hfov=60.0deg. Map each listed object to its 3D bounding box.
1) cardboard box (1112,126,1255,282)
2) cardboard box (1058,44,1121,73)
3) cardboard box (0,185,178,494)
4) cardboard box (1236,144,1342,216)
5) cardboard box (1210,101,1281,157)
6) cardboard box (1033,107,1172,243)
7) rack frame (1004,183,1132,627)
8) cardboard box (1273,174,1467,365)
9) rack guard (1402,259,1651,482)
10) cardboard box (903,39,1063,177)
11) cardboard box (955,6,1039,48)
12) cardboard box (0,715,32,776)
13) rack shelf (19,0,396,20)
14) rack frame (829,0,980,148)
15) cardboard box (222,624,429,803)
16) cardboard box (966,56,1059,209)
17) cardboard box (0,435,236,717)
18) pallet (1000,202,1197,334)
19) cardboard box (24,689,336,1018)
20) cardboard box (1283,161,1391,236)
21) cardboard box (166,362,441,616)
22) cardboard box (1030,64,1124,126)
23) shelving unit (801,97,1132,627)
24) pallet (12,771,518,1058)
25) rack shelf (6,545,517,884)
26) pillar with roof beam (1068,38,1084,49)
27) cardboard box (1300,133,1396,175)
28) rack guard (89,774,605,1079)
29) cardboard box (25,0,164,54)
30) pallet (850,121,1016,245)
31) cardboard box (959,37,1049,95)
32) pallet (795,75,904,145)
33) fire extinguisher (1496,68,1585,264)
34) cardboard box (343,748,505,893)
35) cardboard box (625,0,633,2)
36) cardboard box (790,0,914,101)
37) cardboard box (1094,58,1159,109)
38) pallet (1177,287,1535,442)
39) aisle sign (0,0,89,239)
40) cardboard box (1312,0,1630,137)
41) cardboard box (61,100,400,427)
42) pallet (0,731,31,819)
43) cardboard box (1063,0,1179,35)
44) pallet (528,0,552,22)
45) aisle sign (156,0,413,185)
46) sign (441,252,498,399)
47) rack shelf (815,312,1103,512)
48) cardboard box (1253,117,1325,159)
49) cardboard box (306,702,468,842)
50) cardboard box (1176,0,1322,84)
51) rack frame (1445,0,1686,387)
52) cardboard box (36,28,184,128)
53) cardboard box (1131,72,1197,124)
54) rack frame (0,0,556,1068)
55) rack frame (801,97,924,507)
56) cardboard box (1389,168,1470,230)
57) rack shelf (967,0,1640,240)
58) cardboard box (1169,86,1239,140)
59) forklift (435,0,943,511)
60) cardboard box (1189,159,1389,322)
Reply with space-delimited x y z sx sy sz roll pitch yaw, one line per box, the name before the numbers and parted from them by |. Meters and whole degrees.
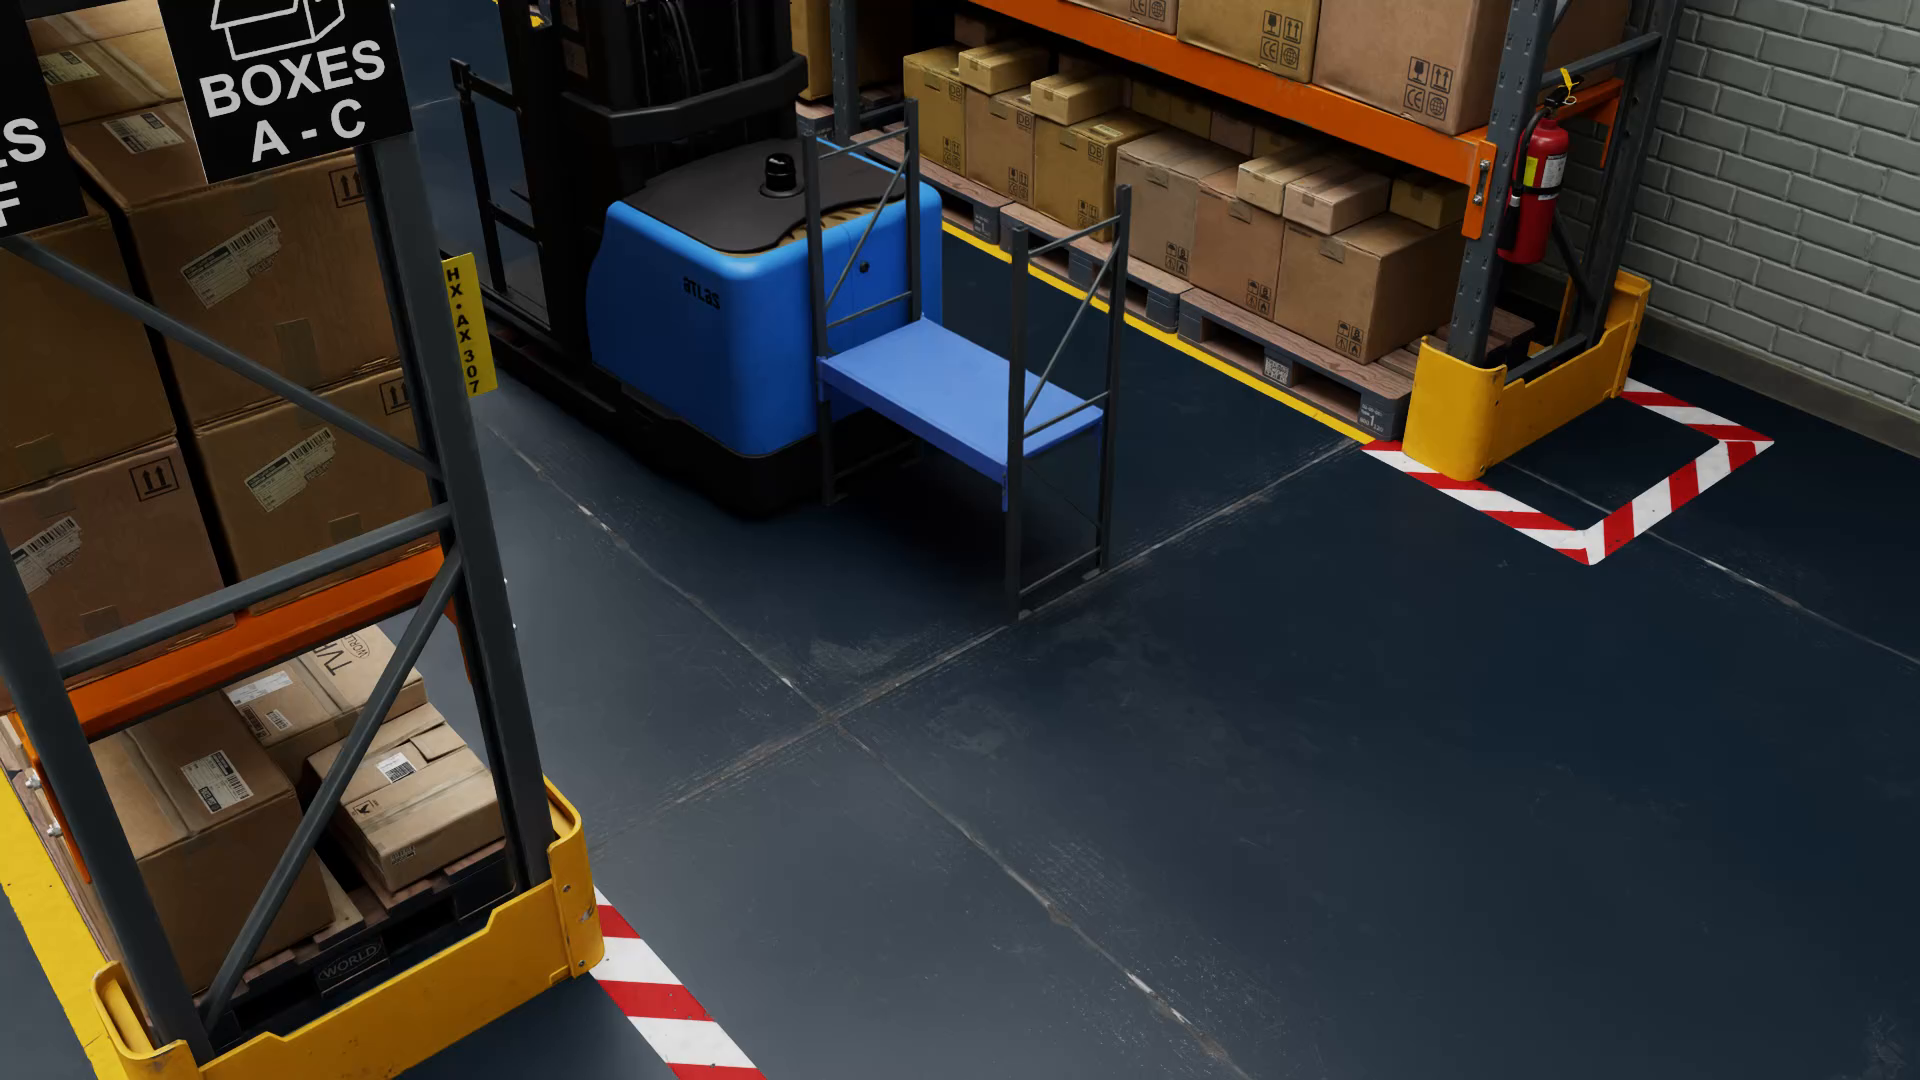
cardboard box | 1.135 -1.609 7.726 0.700 0.500 0.500 -28 44 -33
cardboard box | 0.705 -2.347 8.206 0.380 0.149 0.250 -28 44 -33
cardboard box | -1.967 -0.437 3.319 0.500 0.500 0.500 -26 43 -32
cardboard box | 1.396 -1.532 7.056 0.380 0.149 0.250 -25 42 -31
cardboard box | 1.364 -1.896 7.570 0.380 0.149 0.250 -25 42 -31
cardboard box | 0.786 -1.841 8.054 0.700 0.500 0.500 -25 42 -31
rack frame | 0.348 -0.411 5.532 0.500 1.500 0.032 -28 44 -34
cardboard box | 1.783 -1.166 7.101 0.700 0.500 0.500 -26 43 -32
rack guard | 2.327 -0.712 6.823 1.175 0.500 0.348 -26 43 -32
cardboard box | 0.135 -2.292 8.690 0.700 0.500 0.500 -25 43 -31
cardboard box | 0.193 -2.695 8.698 0.380 0.149 0.250 -26 43 -32
cardboard box | -2.599 0.470 4.990 0.500 0.250 0.500 -26 43 -32
rack shelf | -2.761 -1.707 4.092 1.077 0.370 4.000 -26 43 -32
rack frame | -0.270 -3.509 8.609 1.000 3.000 0.127 -26 43 -32
cardboard box | -1.927 0.482 4.972 0.500 0.250 0.500 -26 43 -32
cardboard box | 0.456 -2.069 8.375 0.700 0.500 0.500 -26 43 -32
cardboard box | -1.967 -0.031 3.612 0.500 0.500 0.500 -25 42 -30
pallet | 0.953 -1.467 8.139 1.003 0.211 1.213 -26 43 -32
cardboard box | -2.009 0.799 4.309 0.500 0.500 0.500 -26 43 -32
cardboard box | 1.561 -1.420 6.897 0.380 0.149 0.250 -27 43 -32
cardboard box | -1.555 -0.229 3.891 0.500 0.500 0.500 -25 42 -31
cardboard box | 0.553 -2.107 7.868 0.380 0.149 0.250 -27 44 -33
shelving unit | 0.004 -0.627 5.838 0.538 1.500 1.048 -28 44 -34
pallet | -2.034 0.859 4.855 1.003 0.211 1.213 -26 43 -32
rack shelf | -2.761 -0.483 4.959 1.077 0.370 4.000 -26 43 -32
pillar with roof beam | -2.446 -4.365 4.628 9.100 9.000 0.400 -26 43 -32
cardboard box | 1.689 -1.674 7.256 0.380 0.149 0.250 -26 43 -32
rack guard | -1.519 1.093 4.275 1.175 0.500 0.348 -26 43 -32
cardboard box | -2.217 -1.088 4.239 0.500 0.500 0.500 -25 42 -31
pallet | 0.161 -2.006 8.900 1.003 0.211 1.213 -26 43 -32
cardboard box | 0.216 -2.337 8.193 0.380 0.149 0.250 -24 42 -30
pallet | -0.825 -2.684 9.857 1.003 0.211 1.213 -26 43 -32
fire extinguisher | 2.056 -1.321 5.909 0.296 0.674 0.183 -26 43 -32
cardboard box | -1.478 0.777 4.644 0.380 0.149 0.250 -26 43 -32
cardboard box | -1.916 -3.806 10.526 0.750 0.750 0.750 -26 43 -32
cardboard box | -0.788 -3.042 9.446 0.750 0.750 0.750 -25 43 -31
cardboard box | 0.867 -2.235 8.048 0.380 0.149 0.250 -26 43 -31
pallet | 1.736 -0.929 7.379 1.003 0.211 1.213 -26 43 -32
aisle sign | -1.660 -0.810 2.550 0.394 0.787 0.004 -26 43 -32
cardboard box | 1.975 -2.087 6.342 0.980 0.700 0.700 -24 42 -30
cardboard box | -1.555 -0.637 3.602 0.500 0.500 0.500 -25 42 -30
pallet | -2.818 0.321 5.615 1.003 0.211 1.213 -26 43 -32
cardboard box | 1.012 -2.744 7.270 0.980 0.700 0.700 -28 44 -34
pallet | -2.400 -3.761 11.378 1.003 0.211 1.213 -26 43 -32
aisle sign | -1.202 -1.034 2.865 0.394 0.787 0.004 -26 43 -32
sign | -1.056 -0.450 3.540 0.100 0.325 0.005 -26 43 -32
rack shelf | 0.004 -0.480 5.942 0.538 0.185 1.000 -28 44 -34
cardboard box | 1.528 -1.784 7.412 0.380 0.149 0.250 -26 43 -31
cardboard box | -1.639 0.659 4.794 0.380 0.166 0.250 -26 43 -32
cardboard box | 1.497 -2.404 6.789 0.980 0.700 0.700 -26 43 -32
rack frame | 2.312 -1.743 6.116 1.000 3.000 0.127 -26 43 -32
cardboard box | -1.898 -0.865 3.924 0.500 0.500 0.500 -26 43 -31
cardboard box | 1.034 -2.121 7.888 0.380 0.149 0.250 -27 43 -33
rack frame | -1.470 0.106 3.505 1.000 3.000 0.127 -26 43 -32
rack frame | -0.340 -0.843 6.143 0.500 1.500 0.032 -28 44 -34
cardboard box | 2.017 -1.450 6.941 0.380 0.149 0.250 -26 43 -31
rack shelf | 1.021 -2.332 7.571 1.077 0.370 4.000 -26 43 -32
cardboard box | 1.197 -2.009 7.730 0.380 0.149 0.250 -26 43 -31
forklift | -1.434 -2.063 6.627 1.130 2.935 3.031 -29 44 -34
cardboard box | 1.461 -1.387 7.412 0.700 0.500 0.500 -26 43 -32
